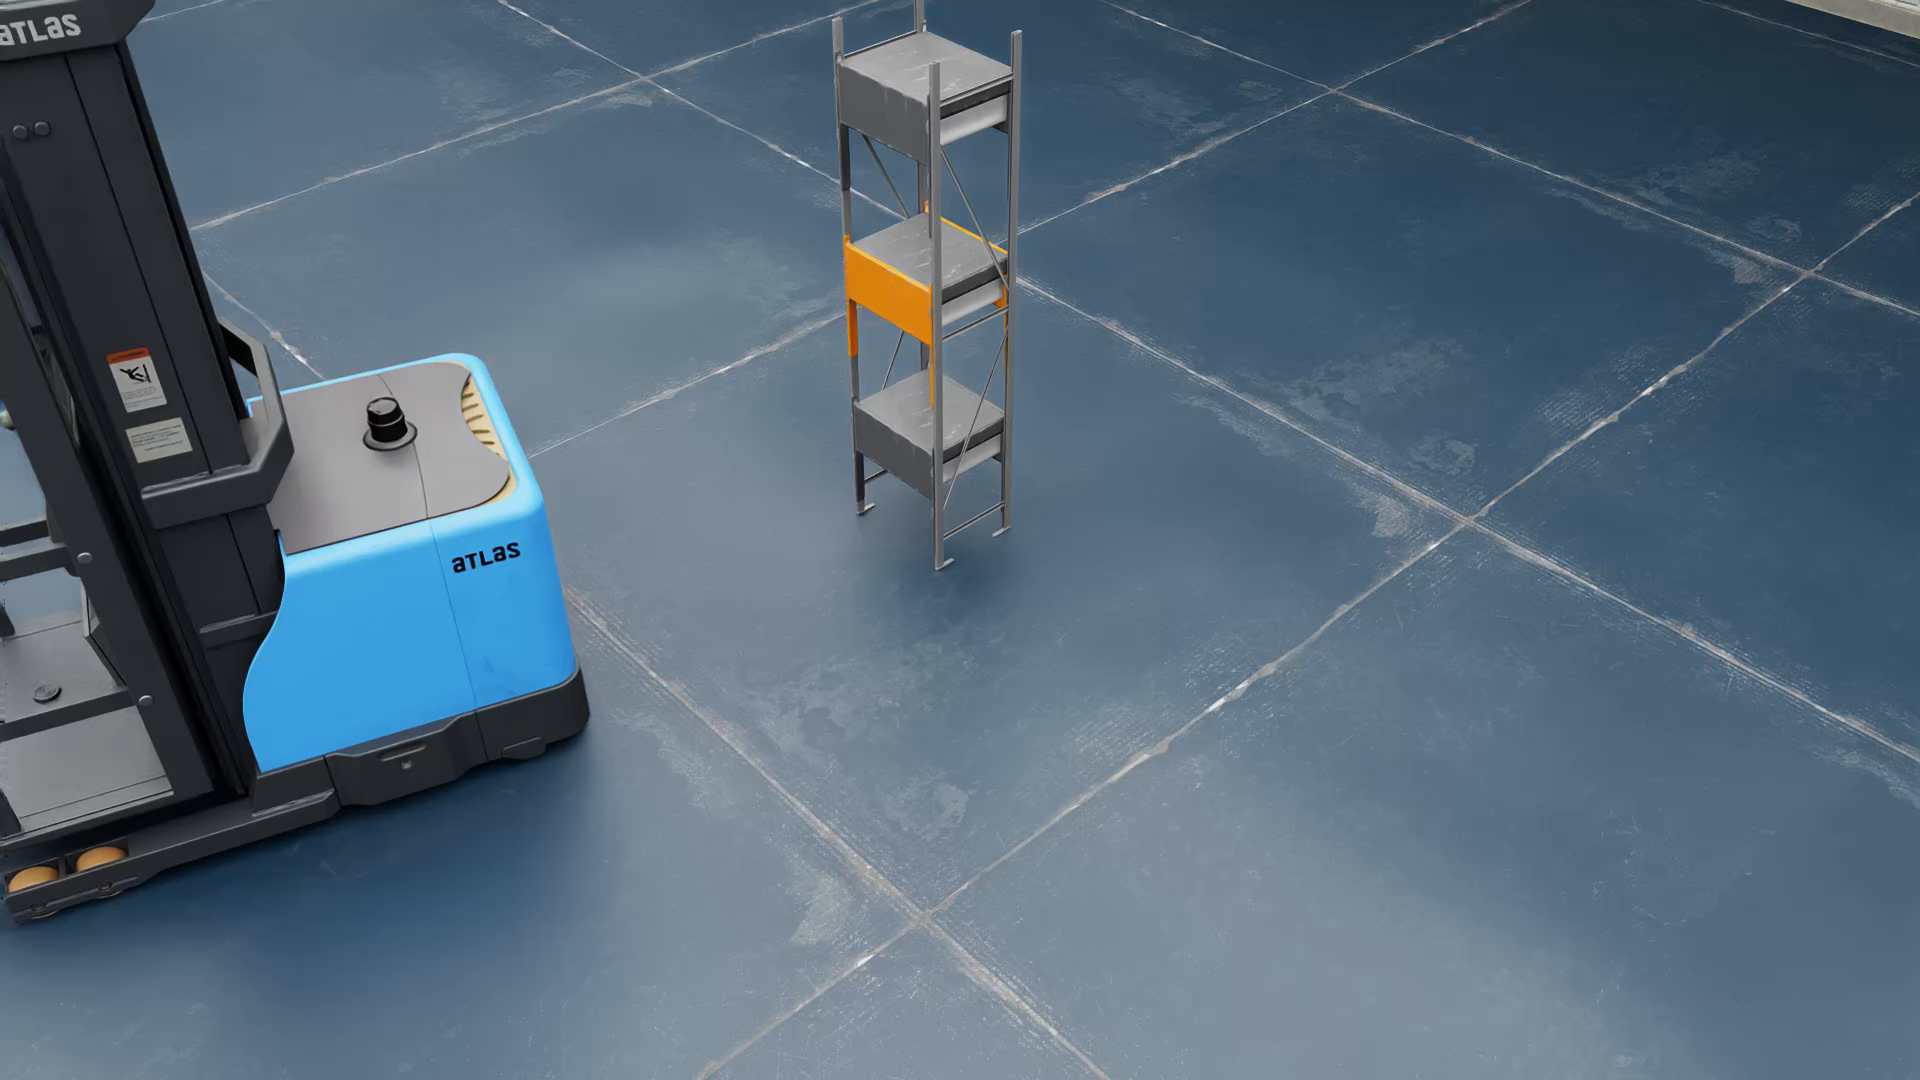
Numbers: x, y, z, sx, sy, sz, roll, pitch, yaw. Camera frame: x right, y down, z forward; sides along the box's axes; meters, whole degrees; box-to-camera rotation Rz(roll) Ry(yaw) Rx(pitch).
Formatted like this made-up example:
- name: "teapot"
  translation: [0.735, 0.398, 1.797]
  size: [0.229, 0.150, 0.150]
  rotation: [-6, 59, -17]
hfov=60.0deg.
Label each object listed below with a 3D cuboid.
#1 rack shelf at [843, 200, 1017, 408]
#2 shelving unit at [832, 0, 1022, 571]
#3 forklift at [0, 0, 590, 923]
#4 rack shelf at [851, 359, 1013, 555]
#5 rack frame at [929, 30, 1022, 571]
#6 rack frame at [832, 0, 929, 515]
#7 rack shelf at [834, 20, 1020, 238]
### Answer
- name: "rack shelf"
  translation: [-0.112, -0.883, 6.194]
  size: [0.431, 0.518, 0.480]
  rotation: [-30, 48, -32]
- name: "shelving unit"
  translation: [-0.112, -0.893, 6.185]
  size: [0.431, 2.100, 0.503]
  rotation: [-30, 48, -32]
- name: "forklift"
  translation: [-2.866, -0.323, 4.817]
  size: [3.031, 2.935, 1.130]
  rotation: [-16, 42, -19]
- name: "rack shelf"
  translation: [-0.112, -0.338, 6.634]
  size: [0.431, 0.518, 0.480]
  rotation: [-30, 48, -32]
- name: "rack frame"
  translation: [0.053, -0.781, 6.045]
  size: [0.400, 2.100, 0.015]
  rotation: [-30, 48, -32]
- name: "rack frame"
  translation: [-0.277, -1.006, 6.325]
  size: [0.400, 2.100, 0.015]
  rotation: [-30, 48, -32]
- name: "rack shelf"
  translation: [-0.112, -1.427, 5.754]
  size: [0.431, 0.518, 0.480]
  rotation: [-30, 48, -32]
